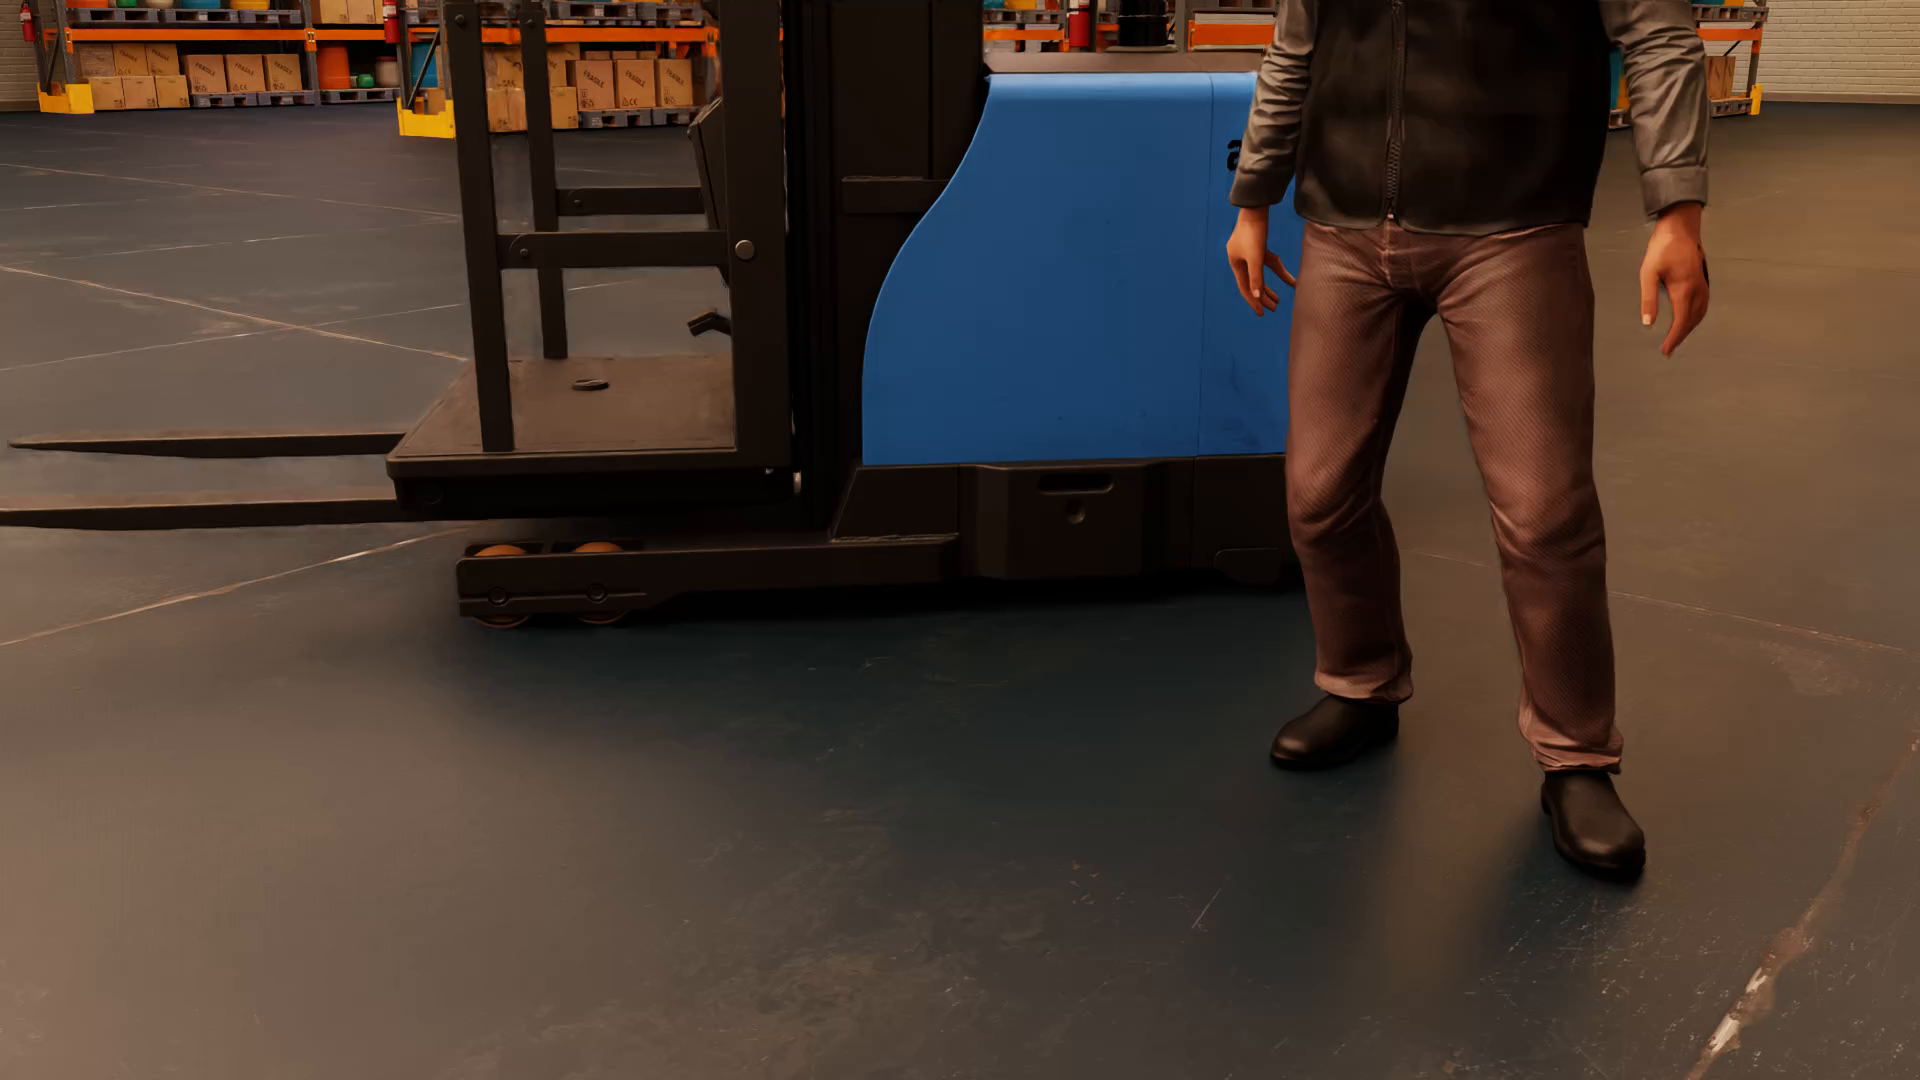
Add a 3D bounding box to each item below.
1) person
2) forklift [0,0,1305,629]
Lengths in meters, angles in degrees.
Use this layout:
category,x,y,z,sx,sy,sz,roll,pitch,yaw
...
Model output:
category,x,y,z,sx,sy,sz,roll,pitch,yaw
person,0.730,-0.434,2.461,0.813,1.695,0.390,13,21,36
forklift,-0.705,-1.386,3.462,3.031,2.935,1.130,-2,17,-6
